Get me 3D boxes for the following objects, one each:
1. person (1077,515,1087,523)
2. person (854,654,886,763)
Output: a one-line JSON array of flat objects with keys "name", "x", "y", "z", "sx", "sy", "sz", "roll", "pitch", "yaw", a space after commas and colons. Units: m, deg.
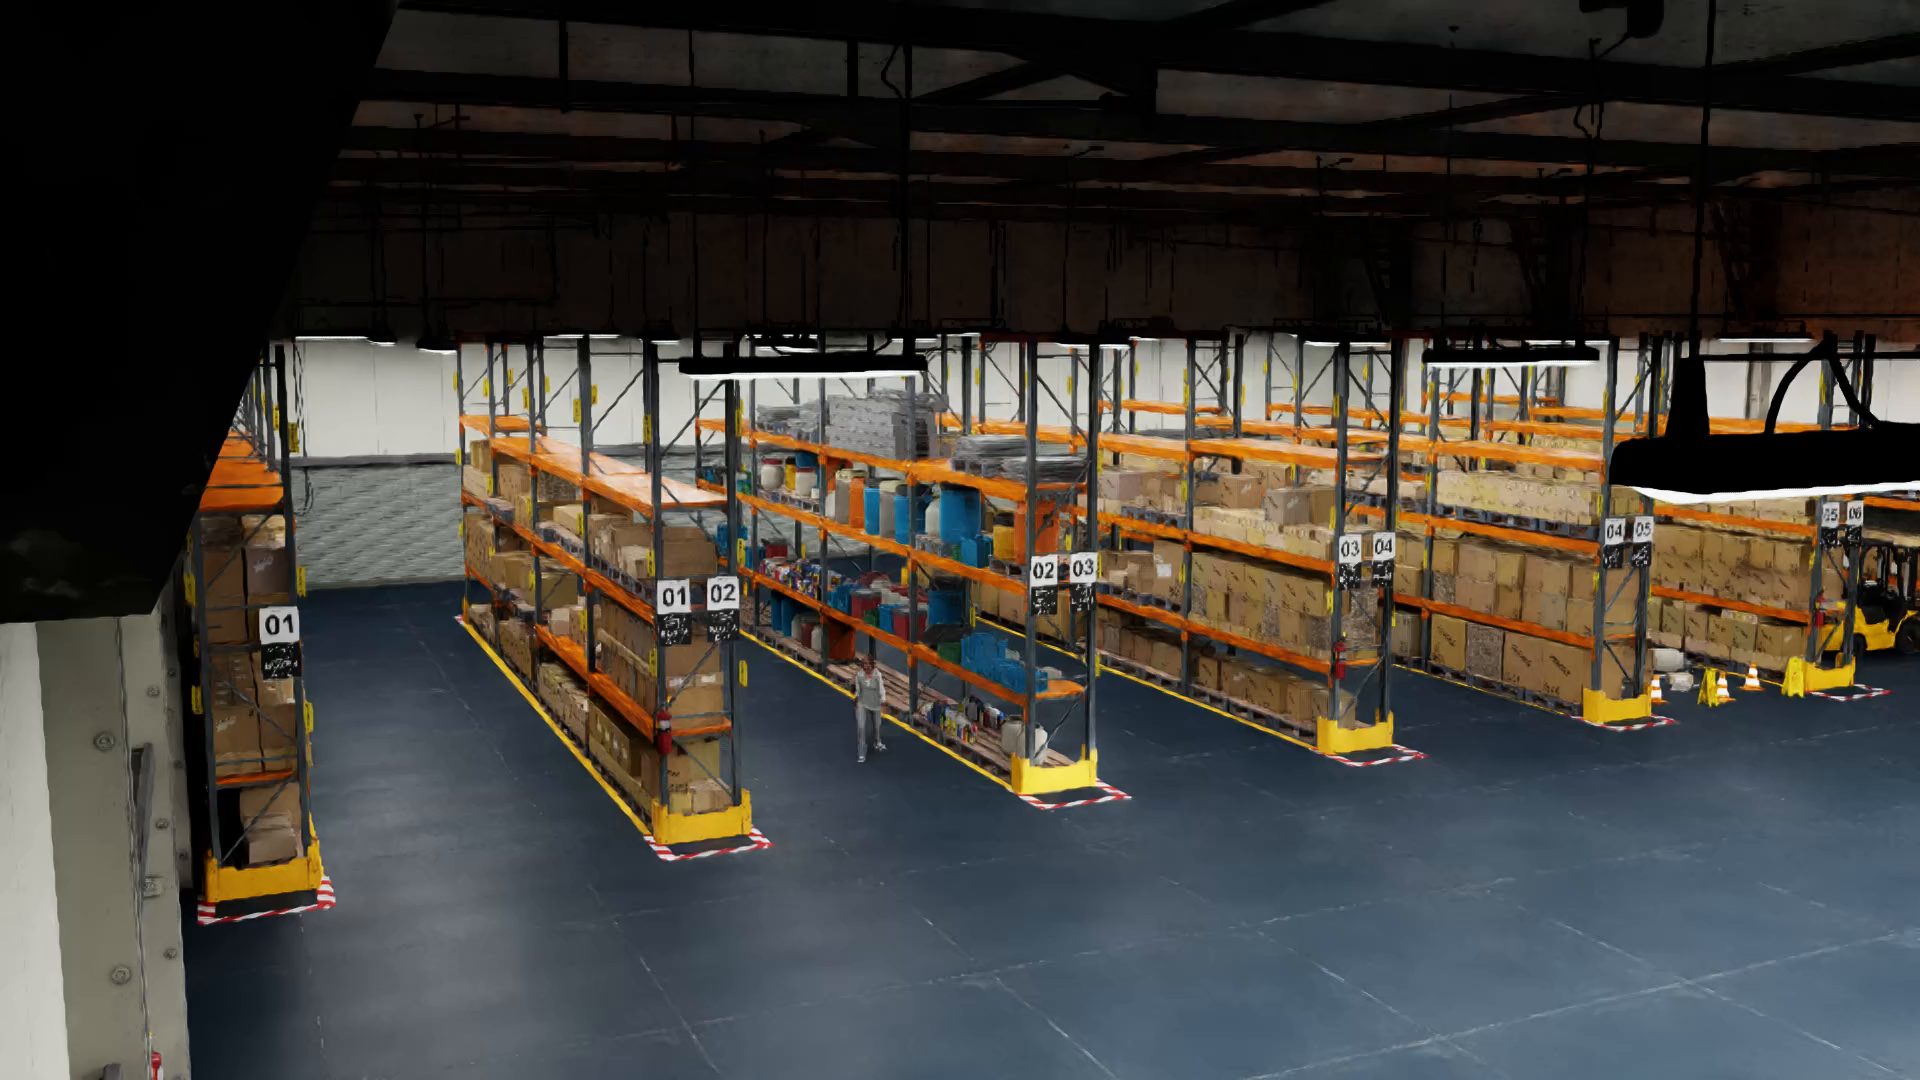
[{"name": "person", "x": 3.141, "y": -0.148, "z": 42.022, "sx": 0.508, "sy": 1.663, "sz": 0.544, "roll": 2, "pitch": 8, "yaw": 12}, {"name": "person", "x": -1.288, "y": 2.368, "z": 23.827, "sx": 0.459, "sy": 1.523, "sz": 0.875, "roll": 0, "pitch": 8, "yaw": -2}]
